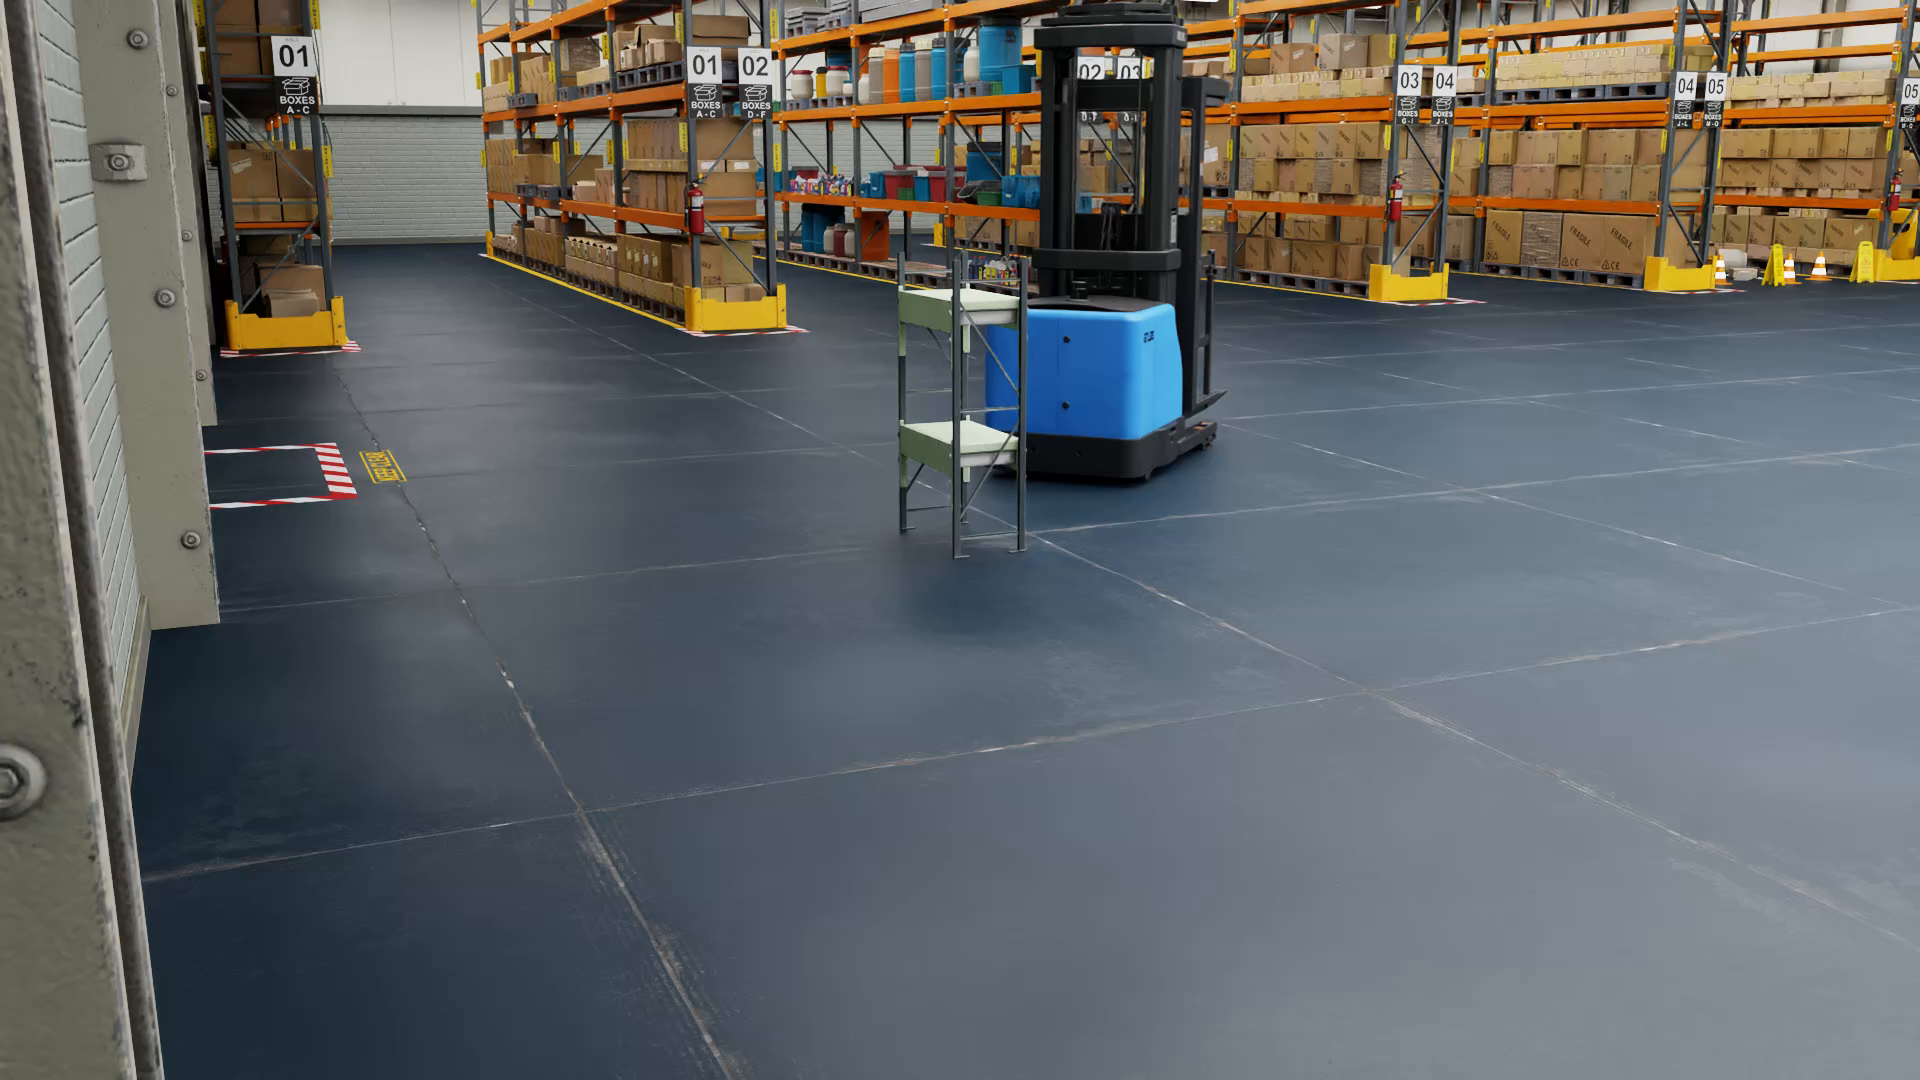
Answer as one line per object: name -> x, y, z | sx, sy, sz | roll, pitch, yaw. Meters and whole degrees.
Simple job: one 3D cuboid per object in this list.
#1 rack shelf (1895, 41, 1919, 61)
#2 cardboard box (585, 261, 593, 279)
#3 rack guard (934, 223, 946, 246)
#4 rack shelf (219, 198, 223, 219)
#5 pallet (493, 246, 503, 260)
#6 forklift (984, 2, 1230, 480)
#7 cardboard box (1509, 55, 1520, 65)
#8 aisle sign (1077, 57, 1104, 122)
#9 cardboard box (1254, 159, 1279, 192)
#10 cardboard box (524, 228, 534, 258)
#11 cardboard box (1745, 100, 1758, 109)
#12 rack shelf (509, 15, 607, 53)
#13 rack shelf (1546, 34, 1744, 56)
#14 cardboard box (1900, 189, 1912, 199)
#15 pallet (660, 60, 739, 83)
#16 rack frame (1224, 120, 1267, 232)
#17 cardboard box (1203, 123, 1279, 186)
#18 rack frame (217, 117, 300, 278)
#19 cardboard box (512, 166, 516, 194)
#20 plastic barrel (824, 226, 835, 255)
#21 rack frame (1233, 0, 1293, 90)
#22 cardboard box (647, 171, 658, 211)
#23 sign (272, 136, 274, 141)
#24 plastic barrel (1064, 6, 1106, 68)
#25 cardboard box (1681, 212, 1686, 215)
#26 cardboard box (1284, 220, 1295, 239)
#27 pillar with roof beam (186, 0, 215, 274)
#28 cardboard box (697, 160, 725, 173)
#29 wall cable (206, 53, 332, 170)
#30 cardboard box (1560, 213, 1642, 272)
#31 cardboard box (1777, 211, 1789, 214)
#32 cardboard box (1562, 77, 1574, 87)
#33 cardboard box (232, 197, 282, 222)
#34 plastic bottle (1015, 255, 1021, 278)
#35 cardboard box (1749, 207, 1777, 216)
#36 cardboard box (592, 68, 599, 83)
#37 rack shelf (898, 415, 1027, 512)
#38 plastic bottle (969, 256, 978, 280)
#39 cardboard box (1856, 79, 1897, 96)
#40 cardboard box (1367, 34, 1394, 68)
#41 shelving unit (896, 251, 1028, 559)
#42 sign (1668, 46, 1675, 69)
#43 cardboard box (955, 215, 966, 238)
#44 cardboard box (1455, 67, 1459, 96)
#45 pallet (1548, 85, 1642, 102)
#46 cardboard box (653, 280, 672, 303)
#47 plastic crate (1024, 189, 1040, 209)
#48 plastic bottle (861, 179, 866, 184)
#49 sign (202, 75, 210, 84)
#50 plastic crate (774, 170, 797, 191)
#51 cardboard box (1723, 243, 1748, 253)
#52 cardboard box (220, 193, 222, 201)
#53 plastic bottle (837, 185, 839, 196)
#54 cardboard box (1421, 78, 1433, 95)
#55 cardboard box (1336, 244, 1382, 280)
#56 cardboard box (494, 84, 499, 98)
rack shelf -> 19.239, -9.013, 30.339 | 1.077, 0.370, 4.000 | -6, 14, -23
cardboard box -> -5.308, -4.051, 24.887 | 0.500, 0.250, 0.500 | -5, 14, -22
rack guard -> -0.005, -6.971, 37.882 | 1.175, 0.500, 0.348 | -6, 14, -23
rack shelf -> -11.208, -5.252, 26.505 | 1.077, 0.370, 4.000 | -6, 14, -23
pallet -> -8.723, -5.751, 33.251 | 1.003, 0.211, 1.213 | -6, 14, -23
forklift -> 1.177, -2.088, 11.392 | 1.130, 2.935, 3.031 | 5, 14, 22
cardboard box -> 9.334, -7.954, 27.569 | 0.380, 0.149, 0.250 | -6, 14, -23
aisle sign -> 1.632, -5.656, 20.890 | 0.394, 0.787, 0.004 | -6, 14, -23
cardboard box -> 5.103, -5.694, 25.936 | 0.875, 0.500, 0.500 | -6, 14, -23
cardboard box -> -7.501, -5.338, 29.851 | 0.500, 0.500, 0.500 | -6, 14, -26
cardboard box -> 14.109, -7.697, 29.378 | 0.380, 0.149, 0.250 | -5, 14, -21
rack shelf -> -6.671, -8.428, 27.810 | 1.077, 0.370, 4.000 | -6, 14, -23
rack shelf -> 13.090, -9.391, 31.969 | 1.077, 0.370, 4.000 | -6, 14, -23
cardboard box -> 15.547, -5.740, 27.576 | 0.380, 0.149, 0.250 | -6, 14, -23
pallet -> -2.924, -5.551, 19.746 | 1.003, 0.211, 1.213 | -6, 14, -23
rack frame -> 6.192, -7.785, 35.854 | 1.000, 3.000, 0.127 | -6, 14, -23
cardboard box -> 4.621, -6.379, 27.516 | 1.000, 1.000, 1.000 | -6, 14, -23
rack frame -> -10.407, -5.189, 24.638 | 1.000, 3.000, 0.127 | -6, 14, -23
cardboard box -> -7.907, -6.593, 30.480 | 0.500, 0.500, 0.500 | -5, 14, -22
plastic barrel -> -2.302, -5.518, 30.645 | 0.421, 0.512, 0.421 | 0, 13, 0
rack frame -> 4.811, -8.628, 26.190 | 1.000, 3.000, 0.127 | -6, 14, -23
cardboard box -> -3.669, -4.556, 21.682 | 0.700, 0.500, 0.500 | -5, 14, -22
sign -> -13.109, -7.568, 31.822 | 0.100, 0.325, 0.005 | -6, 14, -23
plastic barrel -> 1.564, -6.395, 21.313 | 0.600, 0.830, 0.708 | -6, 14, -23
cardboard box -> 16.268, -7.311, 36.980 | 0.380, 0.149, 0.250 | -6, 15, -26
cardboard box -> 6.859, -6.273, 33.933 | 0.500, 0.500, 0.500 | -6, 14, -25
pillar with roof beam -> -9.138, -9.394, 29.500 | 9.100, 9.000, 0.400 | -6, 14, -23
cardboard box -> -2.993, -4.411, 19.616 | 0.380, 0.149, 0.250 | -6, 14, -24
wall cable -> -15.550, -9.453, 36.642 | 3.097, 2.526, 0.112 | -6, 14, -23
cardboard box -> 10.312, -4.791, 26.698 | 0.875, 0.875, 0.875 | -6, 14, -24
cardboard box -> 17.342, -6.659, 35.323 | 0.875, 0.625, 0.625 | -5, 14, -21
cardboard box -> 9.840, -7.304, 26.528 | 0.380, 0.149, 0.250 | -5, 14, -22
cardboard box -> -7.567, -3.552, 17.853 | 0.500, 0.250, 0.500 | -5, 14, -22
plastic bottle -> 0.872, -4.035, 24.549 | 0.144, 0.351, 0.185 | -6, 15, -26
cardboard box -> 14.193, -5.807, 29.375 | 0.380, 0.149, 0.250 | -5, 14, -20
cardboard box -> -5.191, -6.916, 24.847 | 0.500, 0.250, 0.500 | -6, 14, -24
rack shelf -> 0.003, -0.412, 8.768 | 0.431, 0.370, 0.720 | -6, 14, -23
plastic bottle -> 0.216, -3.977, 24.300 | 0.144, 0.351, 0.185 | -5, 14, -21
cardboard box -> 15.042, -7.388, 27.160 | 0.500, 0.250, 0.500 | -6, 14, -24
cardboard box -> 6.066, -7.108, 24.287 | 0.500, 0.500, 0.500 | -6, 14, -23
shelving unit -> 0.003, -0.729, 8.695 | 0.431, 1.500, 0.755 | -6, 14, -23
sign -> 10.496, -7.114, 24.513 | 0.100, 0.325, 0.005 | -6, 14, -23
cardboard box -> 0.334, -7.229, 37.231 | 0.875, 0.875, 0.875 | -6, 14, -23
cardboard box -> 8.747, -8.388, 30.432 | 0.500, 0.500, 0.500 | -6, 14, -23
pallet -> 10.199, -7.129, 26.562 | 1.003, 0.211, 1.213 | -6, 14, -23
cardboard box -> -3.564, -3.139, 20.947 | 0.500, 0.250, 0.500 | -6, 14, -23
plastic crate -> 1.146, -4.570, 22.292 | 0.499, 0.251, 0.408 | -6, 14, -23
plastic bottle -> -1.762, -6.429, 30.269 | 0.152, 0.276, 0.135 | -6, 14, -23
sign -> -12.517, -7.717, 27.585 | 0.100, 0.325, 0.005 | -6, 14, -23
plastic crate -> -3.431, -6.997, 32.354 | 0.392, 0.384, 0.575 | -6, 14, -23
cardboard box -> 14.104, -5.209, 29.893 | 0.500, 0.250, 0.500 | -5, 14, -20
cardboard box -> -11.240, -5.325, 25.740 | 0.380, 0.149, 0.250 | -6, 14, -25
plastic bottle -> -2.121, -6.166, 29.298 | 0.097, 0.201, 0.097 | 0, 13, 0
cardboard box -> 6.457, -6.390, 23.506 | 0.500, 0.250, 0.500 | -5, 14, -21
cardboard box -> 5.908, -4.116, 24.615 | 0.500, 0.500, 0.500 | -2, 13, -8
cardboard box -> -8.510, -8.482, 31.437 | 0.500, 0.250, 0.500 | -6, 14, -23
